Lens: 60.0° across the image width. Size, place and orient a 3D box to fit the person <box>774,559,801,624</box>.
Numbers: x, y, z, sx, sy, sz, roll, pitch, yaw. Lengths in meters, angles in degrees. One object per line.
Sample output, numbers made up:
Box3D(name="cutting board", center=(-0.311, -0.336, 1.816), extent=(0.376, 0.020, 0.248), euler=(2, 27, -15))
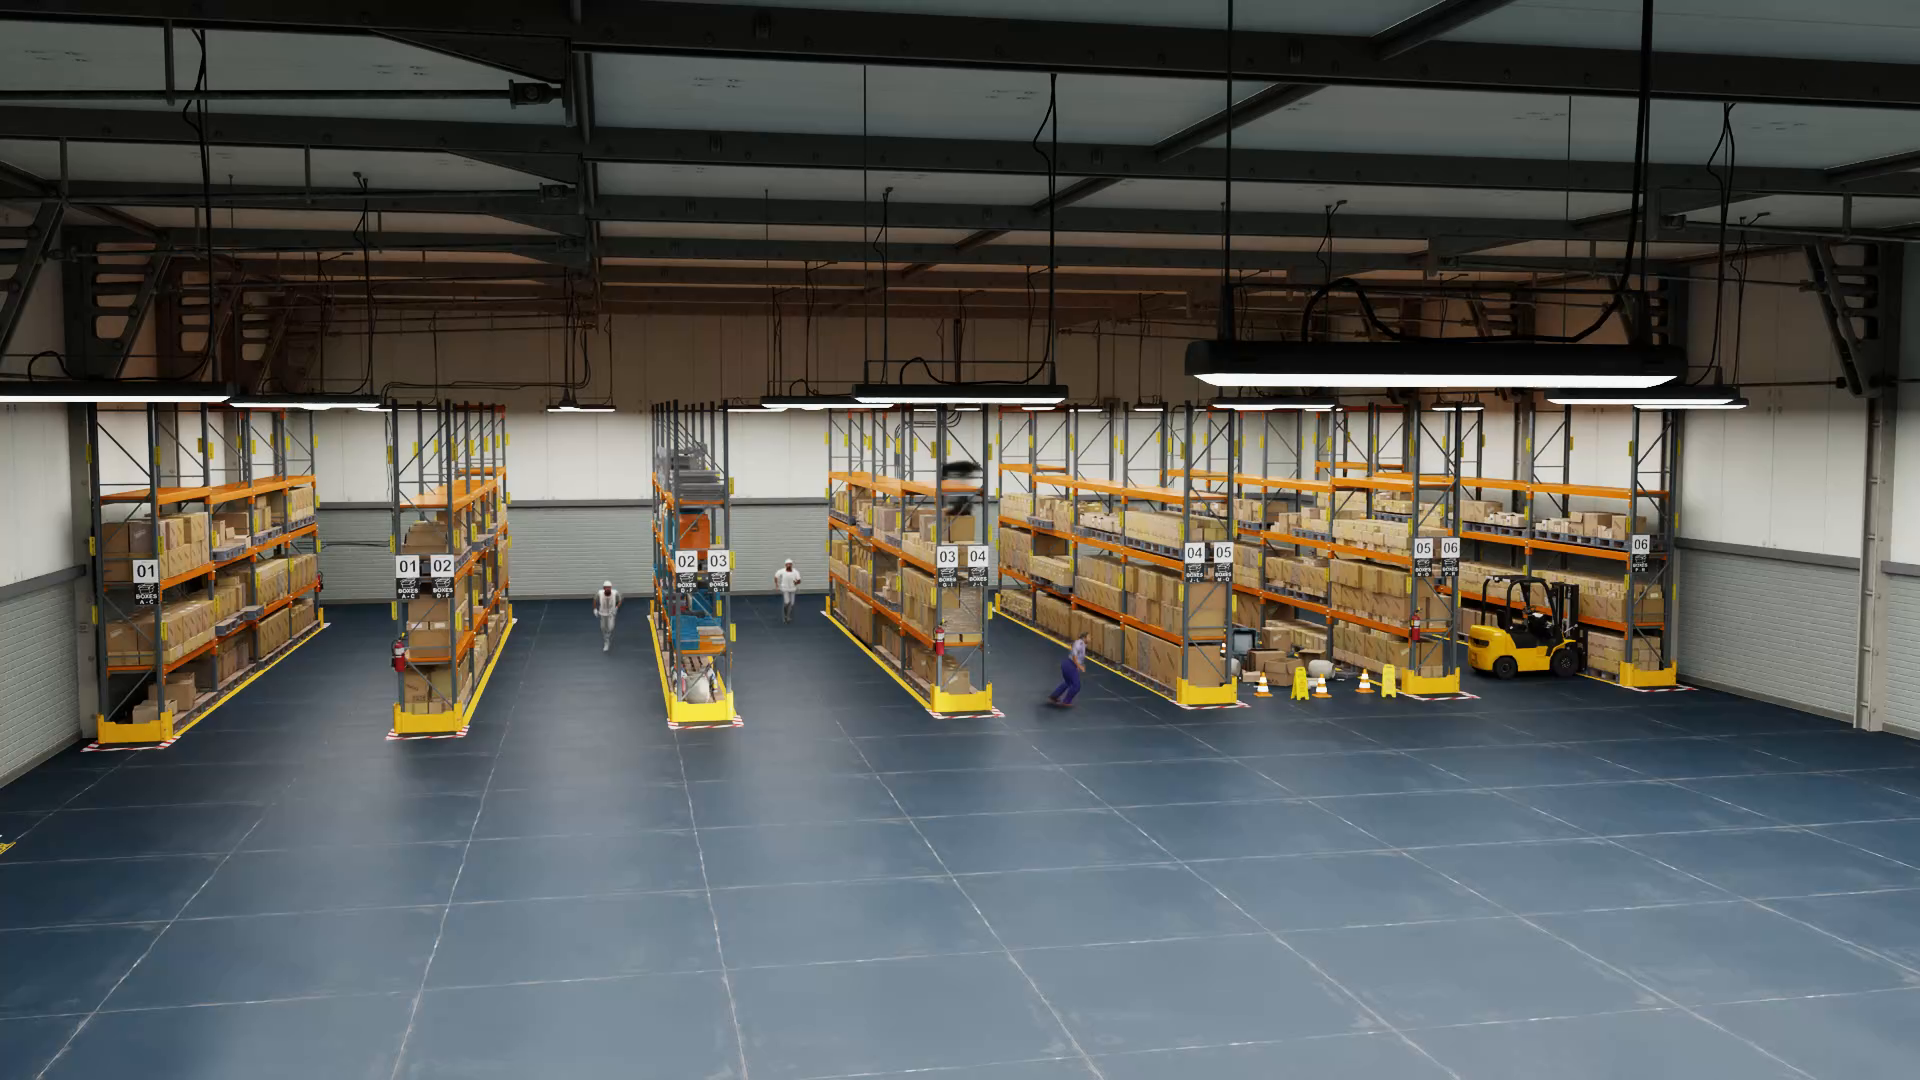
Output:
Box3D(name="person", center=(-4.694, 1.412, 45.565), extent=(0.679, 1.789, 0.724), euler=(-2, 5, -20))

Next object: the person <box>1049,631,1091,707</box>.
Box3D(name="person", center=(2.153, 2.520, 32.612), extent=(0.813, 1.510, 0.579), euler=(0, 4, 3))

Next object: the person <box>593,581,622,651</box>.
Box3D(name="person", center=(-8.590, 1.834, 40.553), extent=(0.685, 1.711, 0.800), euler=(-1, 4, -13))
